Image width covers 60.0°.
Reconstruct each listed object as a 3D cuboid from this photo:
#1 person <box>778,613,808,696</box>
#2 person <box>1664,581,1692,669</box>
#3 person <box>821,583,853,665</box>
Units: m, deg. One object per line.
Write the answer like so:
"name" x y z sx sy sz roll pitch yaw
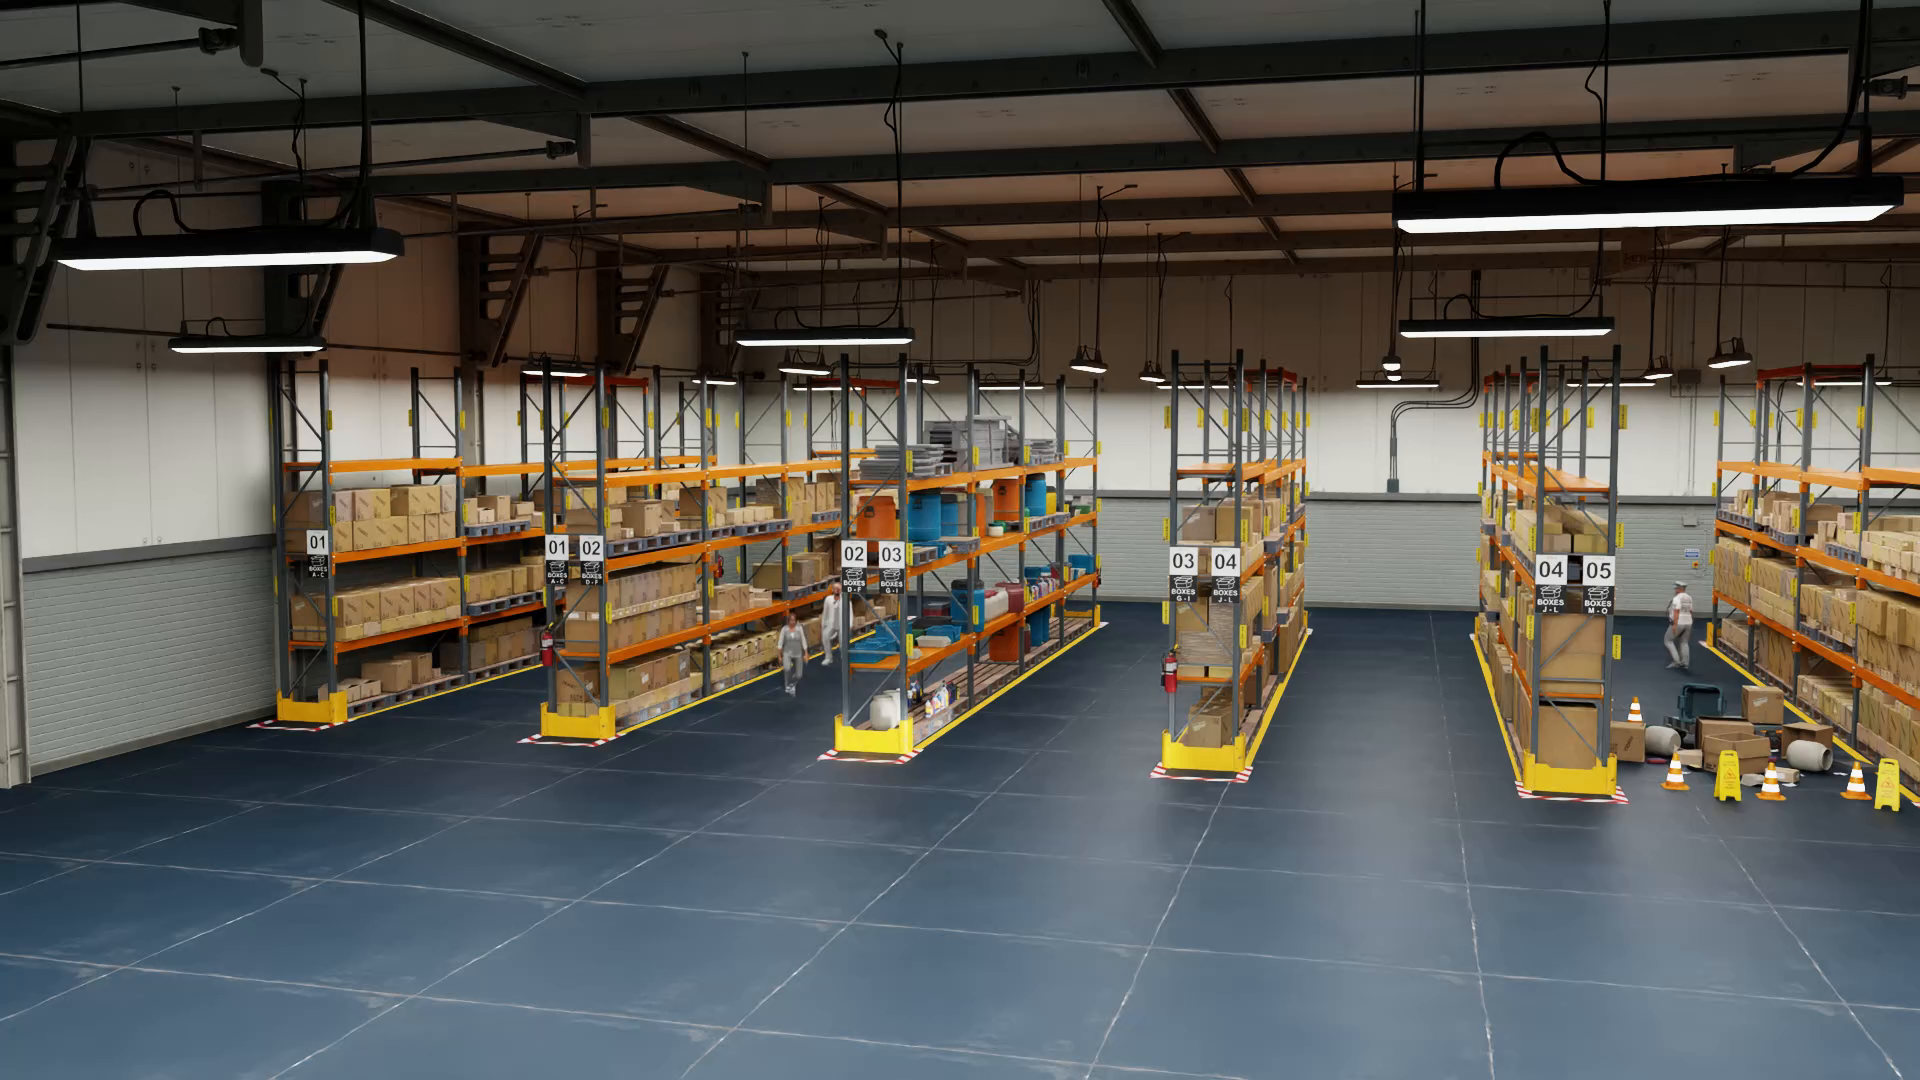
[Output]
"person" -2.910 2.012 28.962 0.522 1.516 0.732 -1 4 -11
"person" 14.515 1.721 33.504 0.568 1.785 0.438 -2 4 -23
"person" -2.420 1.618 32.516 0.677 1.559 1.108 0 4 6
